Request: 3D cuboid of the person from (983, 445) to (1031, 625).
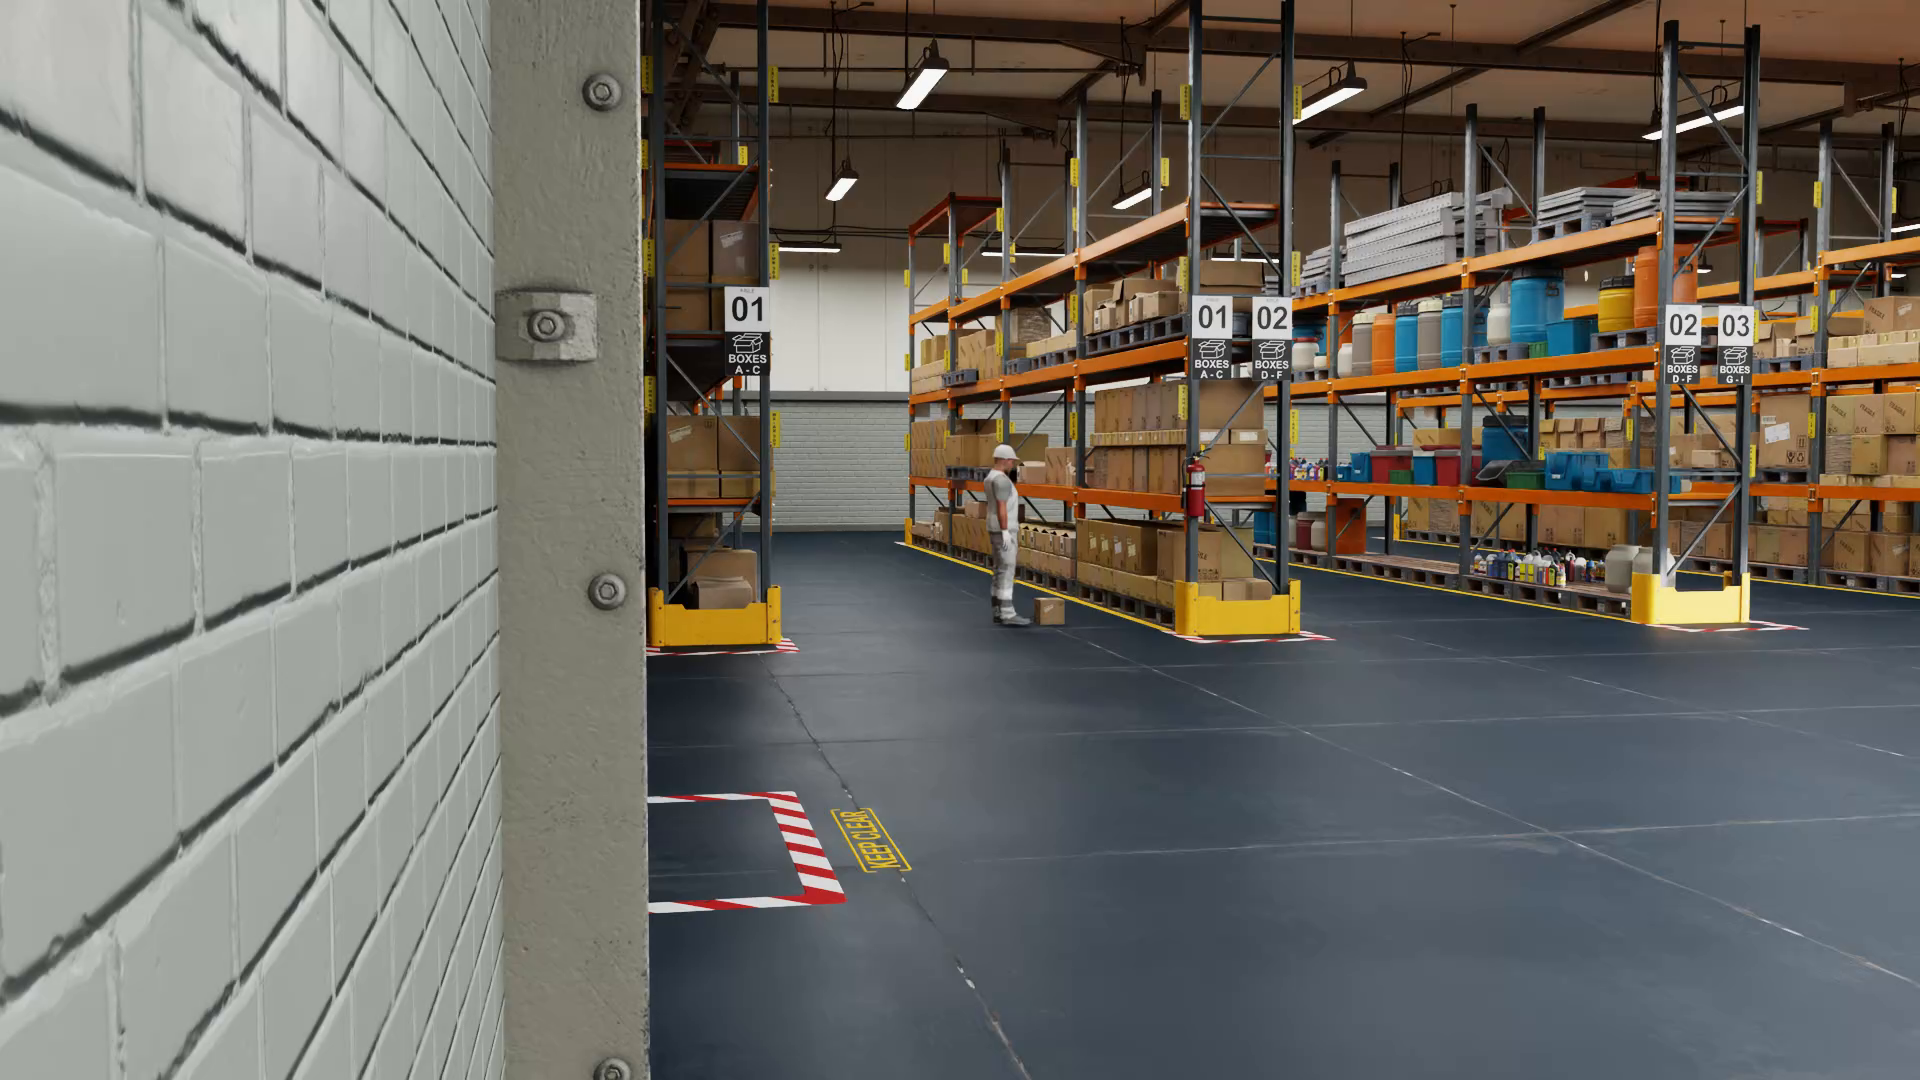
[{"bbox_3d":[0.466,-0.056,16.651,0.413,1.789,0.535,-1,3,-11],"label":"person"}]
